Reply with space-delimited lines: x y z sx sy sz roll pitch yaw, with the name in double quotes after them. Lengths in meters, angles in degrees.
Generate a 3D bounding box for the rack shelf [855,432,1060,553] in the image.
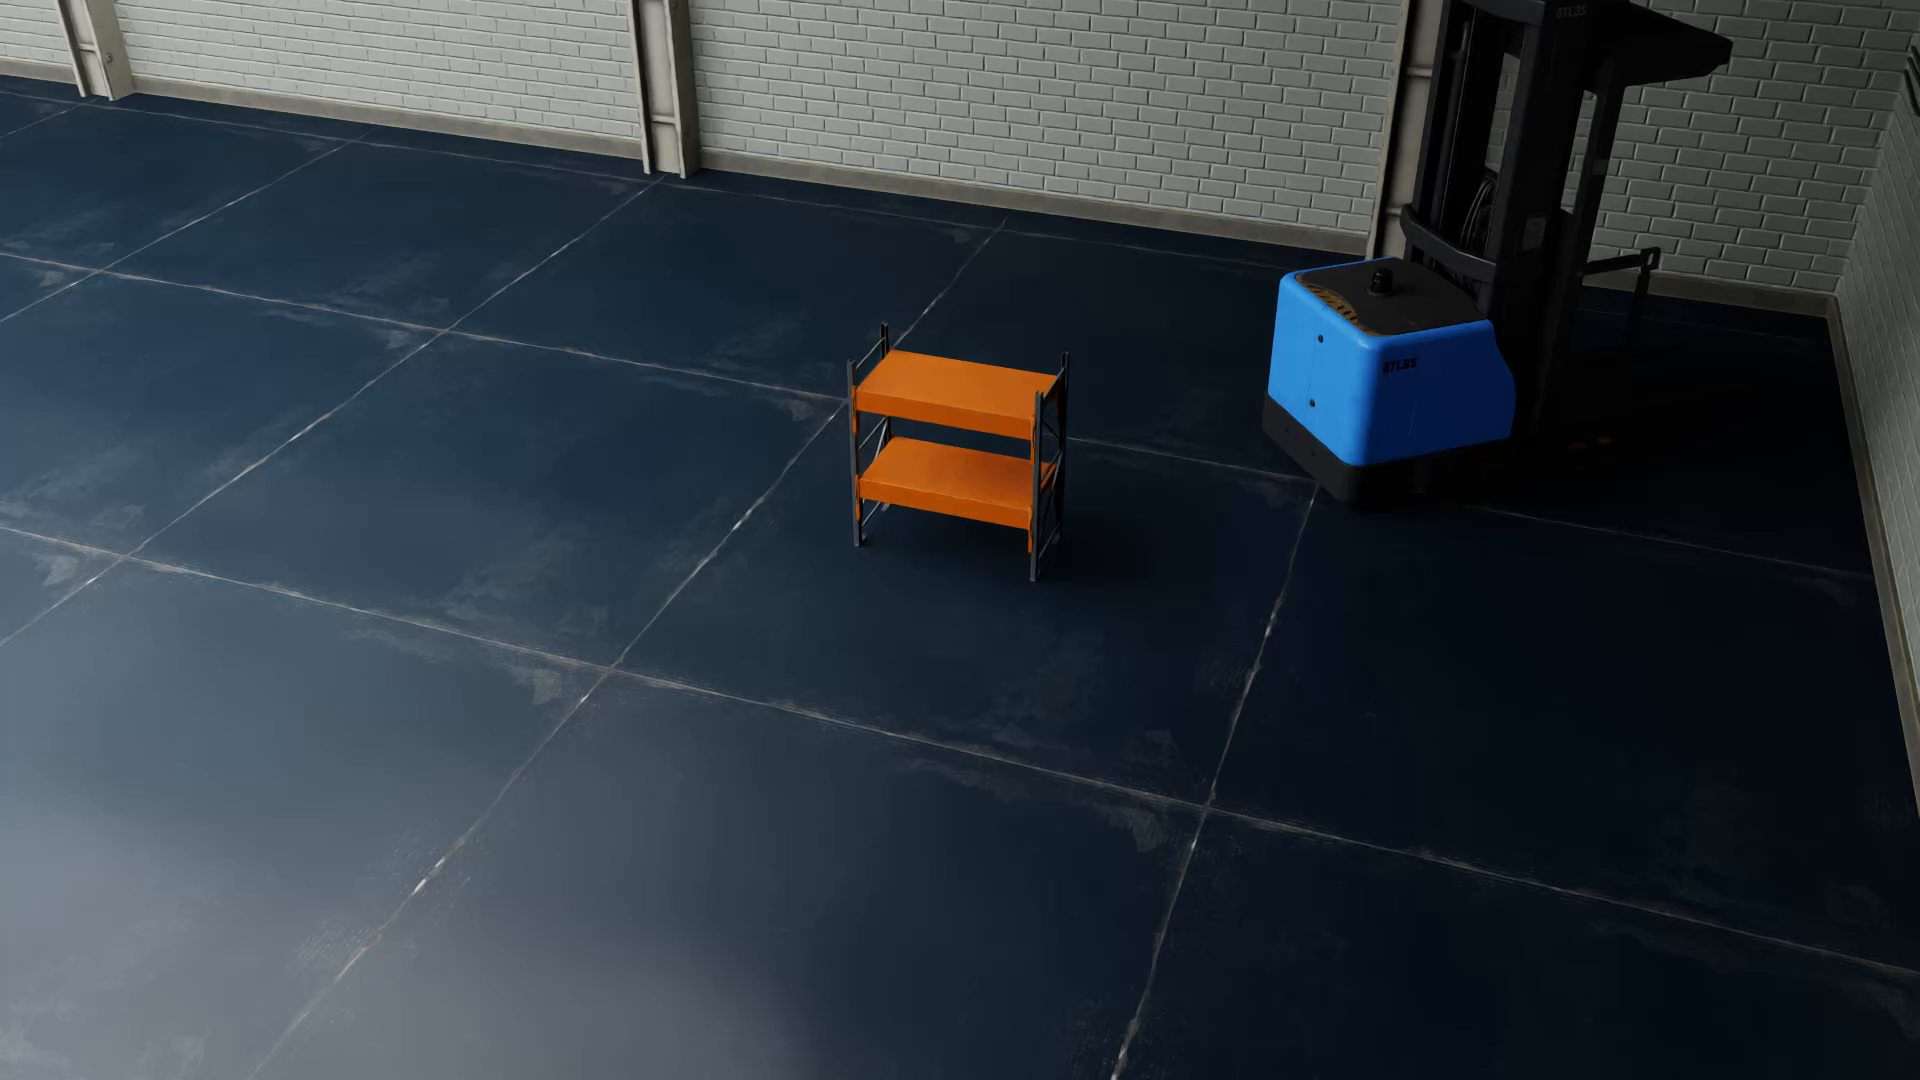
-0.006 -0.268 9.047 1.000 0.278 0.538 11 34 16 "rack shelf"

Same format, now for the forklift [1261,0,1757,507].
3.412 -1.905 9.466 3.031 2.935 1.130 -11 34 -17 "forklift"

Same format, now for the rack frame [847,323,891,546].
-0.485 -0.567 9.059 0.032 1.125 0.500 11 34 16 "rack frame"

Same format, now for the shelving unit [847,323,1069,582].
-0.006 -0.474 8.915 1.048 1.125 0.538 11 34 16 "shelving unit"

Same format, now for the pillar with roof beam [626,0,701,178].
-3.877 -4.718 8.229 0.400 9.000 9.100 11 34 16 "pillar with roof beam"

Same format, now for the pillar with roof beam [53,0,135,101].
-9.525 -5.816 9.930 0.400 9.000 9.100 11 34 16 "pillar with roof beam"

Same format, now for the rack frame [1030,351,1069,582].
0.472 -0.381 8.771 0.032 1.125 0.500 11 34 16 "rack frame"

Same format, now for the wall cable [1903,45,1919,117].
5.551 -3.299 8.895 0.112 2.526 3.097 11 34 16 "wall cable"

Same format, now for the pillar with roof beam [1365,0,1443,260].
1.771 -3.620 6.529 0.400 9.000 9.100 11 34 16 "pillar with roof beam"

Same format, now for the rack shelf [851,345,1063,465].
-0.006 -0.720 8.756 1.000 0.278 0.538 11 34 16 "rack shelf"
